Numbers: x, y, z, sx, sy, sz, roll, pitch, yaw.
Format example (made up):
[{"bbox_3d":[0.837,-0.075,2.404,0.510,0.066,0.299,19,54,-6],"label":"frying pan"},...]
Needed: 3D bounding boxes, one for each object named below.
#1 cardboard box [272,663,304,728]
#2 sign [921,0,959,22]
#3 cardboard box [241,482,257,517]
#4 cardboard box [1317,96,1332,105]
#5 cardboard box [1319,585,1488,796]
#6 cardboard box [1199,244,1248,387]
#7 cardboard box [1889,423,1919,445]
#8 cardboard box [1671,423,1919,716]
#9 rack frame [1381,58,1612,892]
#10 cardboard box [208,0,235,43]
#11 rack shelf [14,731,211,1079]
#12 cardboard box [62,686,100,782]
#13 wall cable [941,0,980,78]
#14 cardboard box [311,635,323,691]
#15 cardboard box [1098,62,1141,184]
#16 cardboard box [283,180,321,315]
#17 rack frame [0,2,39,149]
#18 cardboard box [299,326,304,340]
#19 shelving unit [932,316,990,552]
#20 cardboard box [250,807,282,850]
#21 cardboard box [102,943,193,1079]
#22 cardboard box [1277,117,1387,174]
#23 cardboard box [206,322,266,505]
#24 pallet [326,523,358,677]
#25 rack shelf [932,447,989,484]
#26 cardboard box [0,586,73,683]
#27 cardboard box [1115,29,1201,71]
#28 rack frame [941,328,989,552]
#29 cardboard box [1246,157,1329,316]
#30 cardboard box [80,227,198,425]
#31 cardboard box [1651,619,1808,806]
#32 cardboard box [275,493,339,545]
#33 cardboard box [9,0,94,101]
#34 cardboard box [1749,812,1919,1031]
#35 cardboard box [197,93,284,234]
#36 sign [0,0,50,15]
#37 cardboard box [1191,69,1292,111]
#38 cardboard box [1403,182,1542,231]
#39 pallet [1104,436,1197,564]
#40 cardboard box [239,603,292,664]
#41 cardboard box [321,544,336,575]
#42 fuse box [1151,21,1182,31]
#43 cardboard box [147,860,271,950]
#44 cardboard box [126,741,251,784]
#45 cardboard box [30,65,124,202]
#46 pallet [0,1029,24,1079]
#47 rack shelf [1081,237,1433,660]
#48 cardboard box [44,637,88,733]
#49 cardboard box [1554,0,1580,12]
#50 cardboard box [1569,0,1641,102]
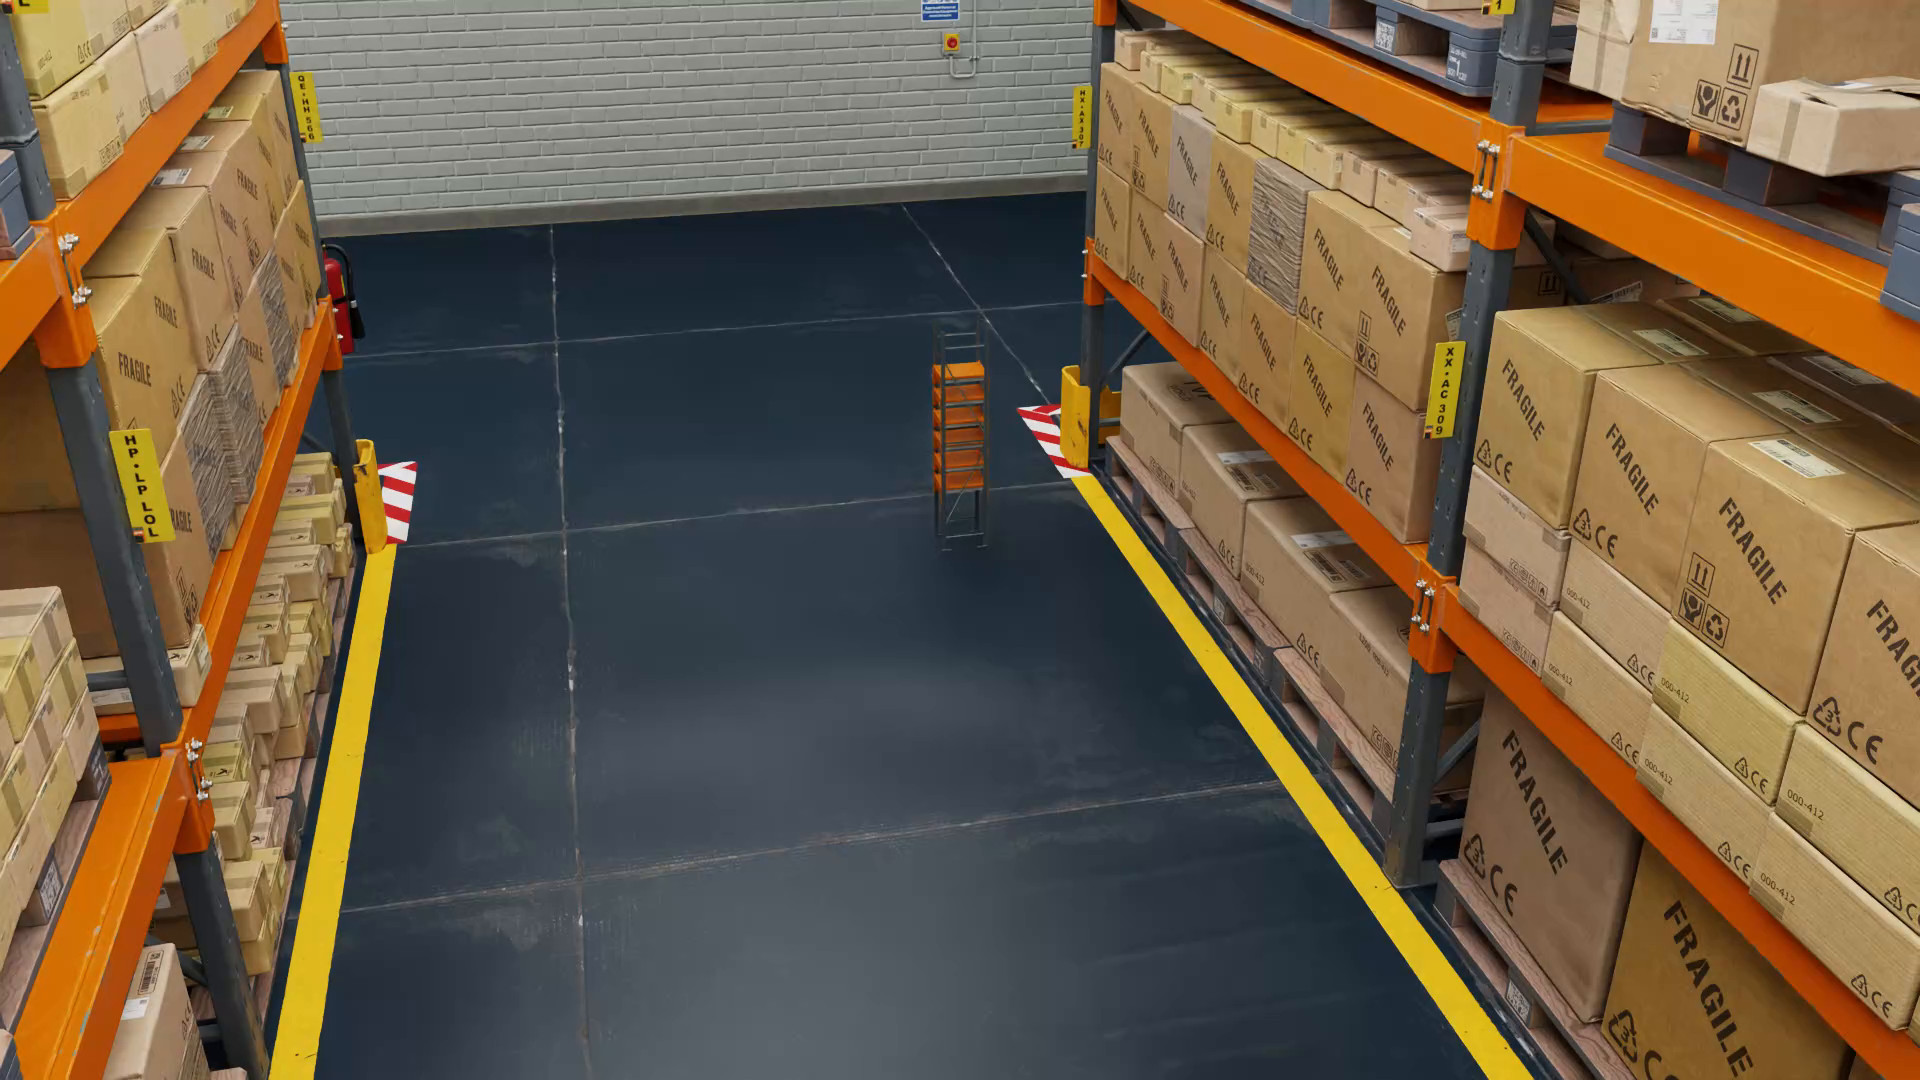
[{"bbox_3d":[-2.806,0.630,6.540,0.380,0.149,0.250,-6,27,-12],"label":"cardboard box"},{"bbox_3d":[-0.166,-4.485,14.007,0.327,0.218,0.001,-6,27,-12],"label":"sign"},{"bbox_3d":[-2.799,-0.185,6.066,0.380,0.149,0.250,-5,27,-9],"label":"cardboard box"},{"bbox_3d":[1.806,-1.958,7.360,0.380,0.149,0.250,-5,27,-10],"label":"cardboard box"},{"bbox_3d":[2.053,0.557,6.696,0.875,0.438,0.875,-6,27,-12],"label":"cardboard box"},{"bbox_3d":[1.384,-1.011,7.314,0.500,0.500,0.500,-5,27,-10],"label":"cardboard box"},{"bbox_3d":[2.654,0.017,4.166,0.500,0.500,0.500,-5,27,-10],"label":"cardboard box"},{"bbox_3d":[2.161,0.059,4.083,0.500,0.500,0.500,-7,28,-13],"label":"cardboard box"},{"bbox_3d":[2.090,-0.113,5.645,1.000,3.000,0.127,-6,27,-12],"label":"rack frame"},{"bbox_3d":[-3.030,-1.979,6.180,0.500,0.250,0.500,-5,27,-9],"label":"cardboard box"},{"bbox_3d":[-2.259,1.633,2.984,1.077,0.370,4.000,-6,27,-12],"label":"rack shelf"},{"bbox_3d":[-2.427,0.513,4.218,0.380,0.149,0.250,-7,28,-13],"label":"cardboard box"},{"bbox_3d":[-0.105,-4.810,13.788,0.585,1.953,0.123,-6,27,-12],"label":"wall cable"},{"bbox_3d":[-2.928,0.535,7.059,0.380,0.149,0.250,-5,27,-11],"label":"cardboard box"},{"bbox_3d":[1.019,-2.120,8.402,0.500,0.500,0.500,-7,28,-13],"label":"cardboard box"},{"bbox_3d":[-3.259,-1.328,7.612,0.500,0.500,0.500,-5,27,-11],"label":"cardboard box"},{"bbox_3d":[-2.710,-2.244,3.210,1.000,3.000,0.127,-6,27,-12],"label":"rack frame"},{"bbox_3d":[-3.243,-0.983,7.647,0.380,0.149,0.250,-6,27,-12],"label":"cardboard box"},{"bbox_3d":[0.003,-0.529,8.467,0.258,1.200,0.189,-6,27,-12],"label":"shelving unit"},{"bbox_3d":[-2.645,1.106,5.928,0.380,0.149,0.250,-6,27,-12],"label":"cardboard box"},{"bbox_3d":[-2.296,1.329,4.264,0.500,0.250,0.500,-7,28,-13],"label":"cardboard box"},{"bbox_3d":[1.484,-1.564,6.580,0.380,0.149,0.250,-7,28,-13],"label":"cardboard box"},{"bbox_3d":[-2.773,-0.428,5.828,0.500,0.500,0.500,-7,28,-13],"label":"cardboard box"},{"bbox_3d":[-3.446,0.316,7.889,1.003,0.211,1.213,-6,27,-12],"label":"pallet"},{"bbox_3d":[0.003,-0.382,8.541,0.258,0.103,0.180,-6,27,-12],"label":"rack shelf"},{"bbox_3d":[-2.429,0.249,4.080,0.380,0.149,0.250,-5,27,-9],"label":"cardboard box"},{"bbox_3d":[0.999,-2.466,8.366,0.380,0.149,0.250,-5,27,-11],"label":"cardboard box"},{"bbox_3d":[0.024,-0.489,8.387,0.240,1.200,0.006,-6,27,-12],"label":"rack frame"},{"bbox_3d":[1.484,-1.229,6.636,0.500,0.500,0.500,-6,27,-11],"label":"cardboard box"},{"bbox_3d":[-2.706,-0.639,5.136,0.500,0.500,0.500,-7,28,-13],"label":"cardboard box"},{"bbox_3d":[2.147,0.403,4.235,0.500,0.250,0.500,-6,27,-11],"label":"cardboard box"},{"bbox_3d":[-3.062,-0.079,7.615,0.380,0.149,0.250,-7,28,-13],"label":"cardboard box"},{"bbox_3d":[-2.585,-1.297,4.274,0.500,0.250,0.500,-5,27,-10],"label":"cardboard box"},{"bbox_3d":[2.254,0.848,3.908,0.500,0.250,0.500,-6,27,-12],"label":"cardboard box"},{"bbox_3d":[-3.152,-1.548,6.937,0.500,0.500,0.500,-7,28,-13],"label":"cardboard box"},{"bbox_3d":[-2.170,-1.370,3.795,0.100,0.325,0.005,-6,27,-12],"label":"sign"},{"bbox_3d":[1.262,-2.009,7.460,0.380,0.149,0.250,-6,27,-11],"label":"cardboard box"},{"bbox_3d":[1.757,-1.123,5.706,0.380,0.149,0.250,-5,27,-10],"label":"cardboard box"},{"bbox_3d":[1.445,-0.281,9.073,1.003,0.211,1.213,-6,27,-12],"label":"pallet"},{"bbox_3d":[-2.913,0.393,6.681,0.380,0.149,0.250,-6,27,-11],"label":"cardboard box"},{"bbox_3d":[-3.095,0.061,7.668,0.380,0.149,0.250,-7,28,-14],"label":"cardboard box"},{"bbox_3d":[1.975,-3.916,14.610,0.539,1.711,0.414,-6,27,-12],"label":"fuse box"},{"bbox_3d":[-2.480,1.195,5.422,0.380,0.149,0.250,-5,27,-9],"label":"cardboard box"},{"bbox_3d":[-2.695,0.848,5.778,0.380,0.149,0.250,-6,27,-12],"label":"cardboard box"},{"bbox_3d":[-2.557,-1.068,4.375,0.500,0.250,0.500,-5,27,-9],"label":"cardboard box"},{"bbox_3d":[-2.294,1.411,2.839,1.003,0.211,1.213,-6,27,-12],"label":"pallet"},{"bbox_3d":[1.639,-0.670,7.547,1.077,0.370,4.000,-6,27,-12],"label":"rack shelf"},{"bbox_3d":[-2.428,0.380,4.150,0.380,0.149,0.250,-5,27,-10],"label":"cardboard box"},{"bbox_3d":[2.162,-2.009,5.383,0.500,0.500,0.500,-5,27,-11],"label":"cardboard box"},{"bbox_3d":[1.862,-1.325,4.399,0.396,0.266,0.258,-6,27,-12],"label":"cardboard box"}]
